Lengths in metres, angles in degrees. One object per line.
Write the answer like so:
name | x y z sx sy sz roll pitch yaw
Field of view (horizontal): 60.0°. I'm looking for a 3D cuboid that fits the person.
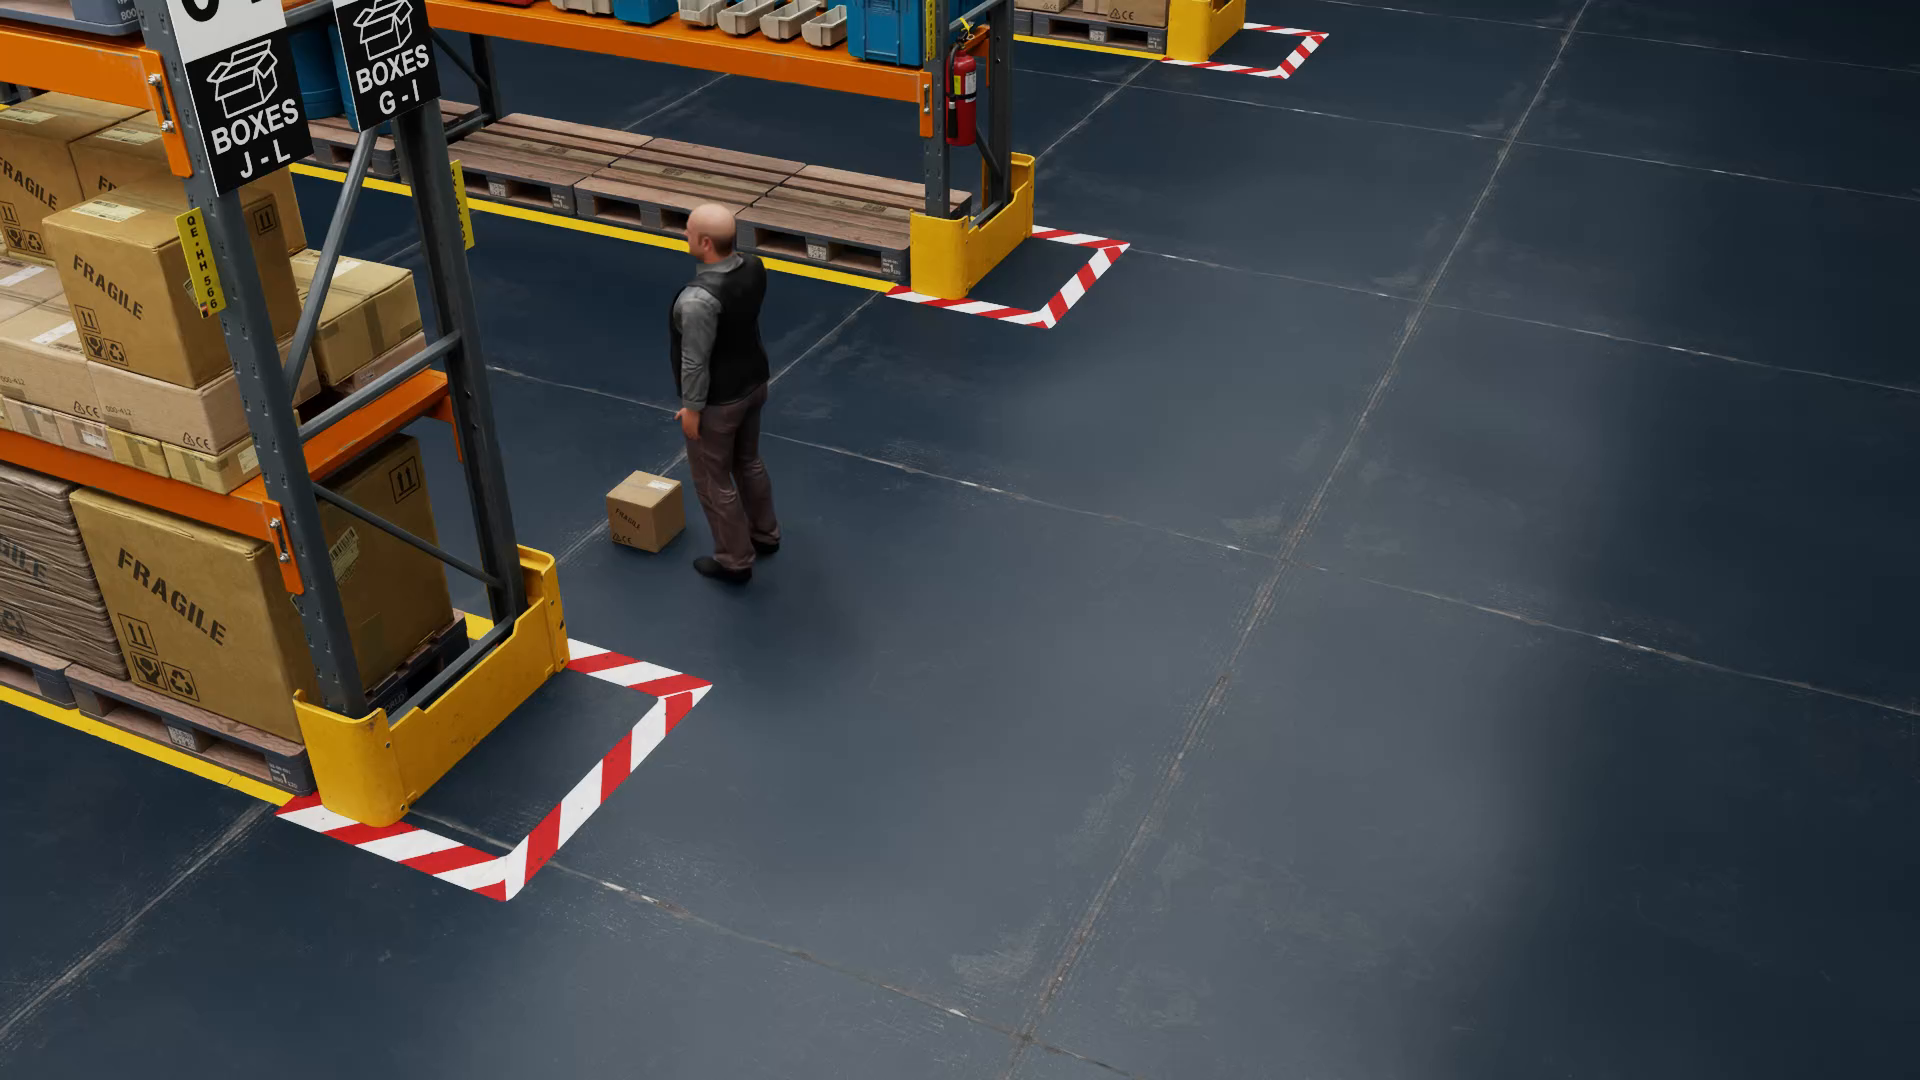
person | -1.023 -0.620 7.120 0.357 1.732 0.532 15 36 21
